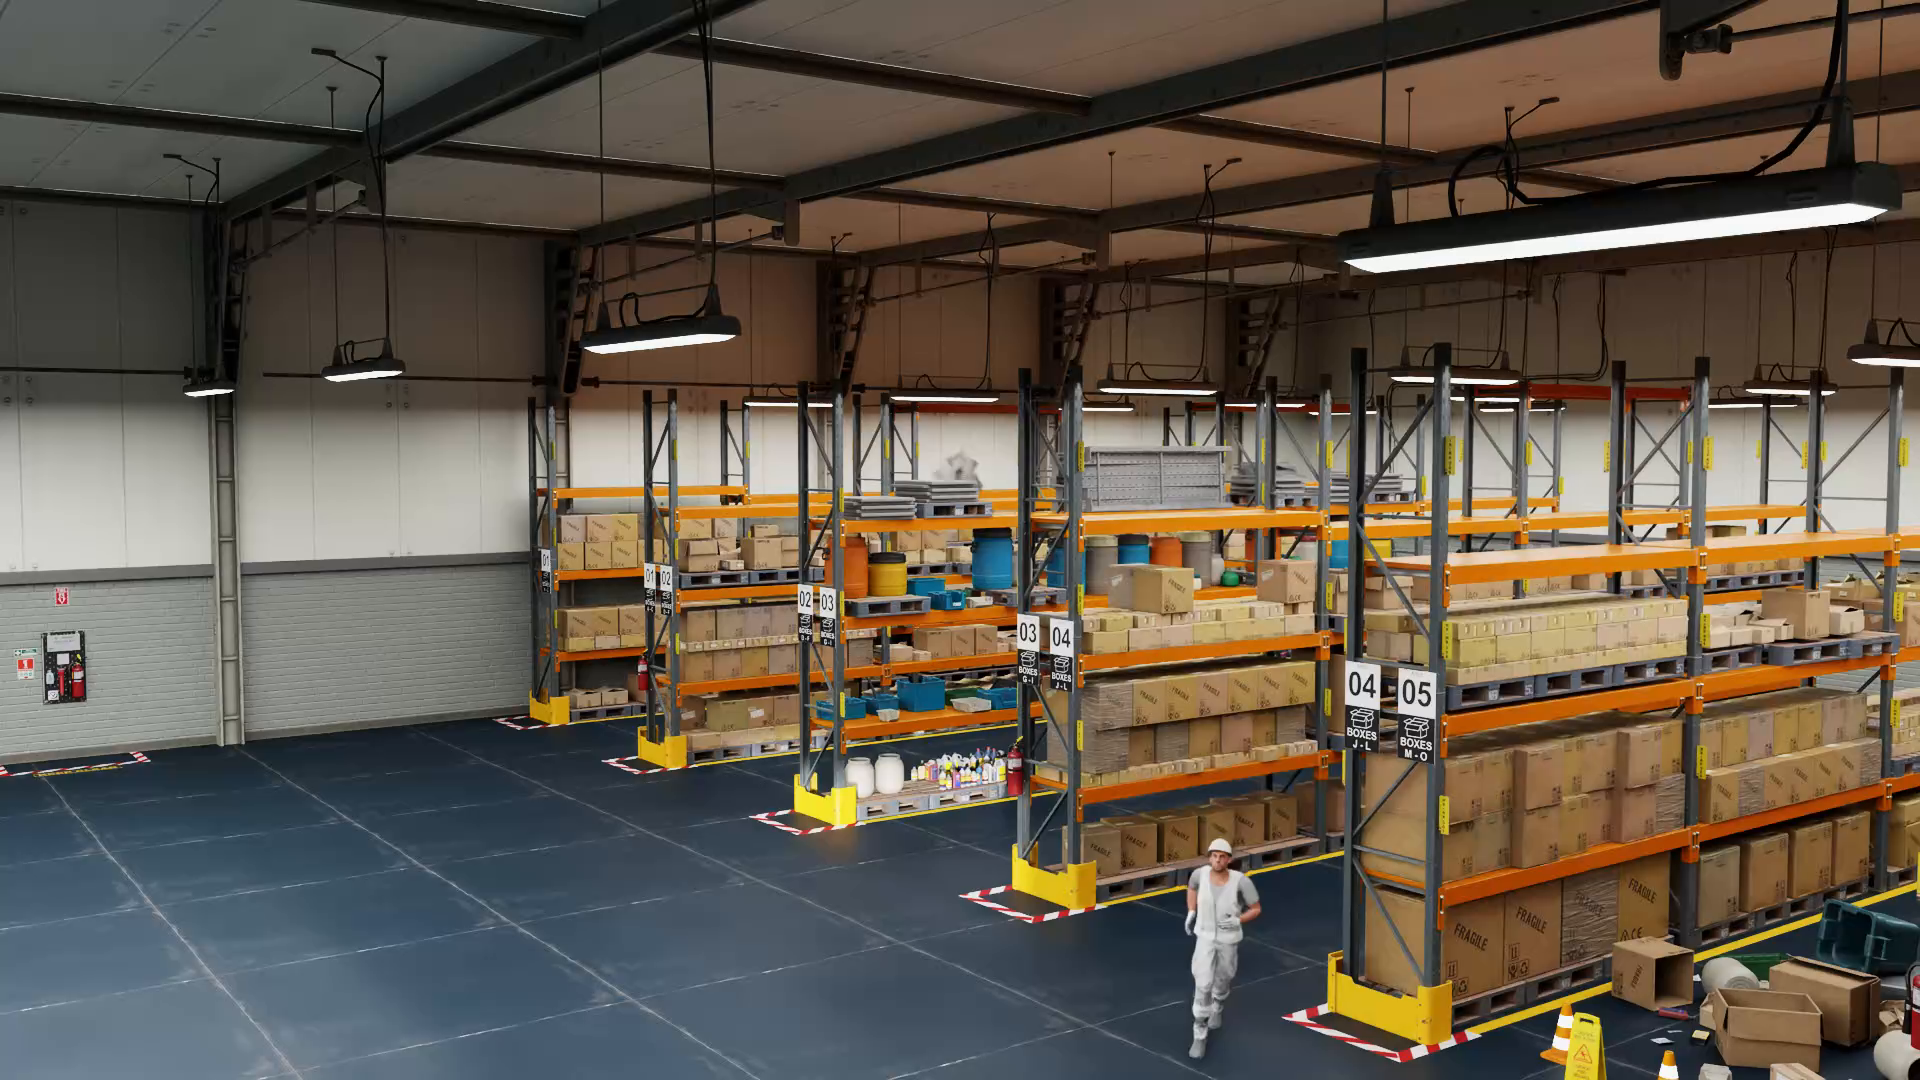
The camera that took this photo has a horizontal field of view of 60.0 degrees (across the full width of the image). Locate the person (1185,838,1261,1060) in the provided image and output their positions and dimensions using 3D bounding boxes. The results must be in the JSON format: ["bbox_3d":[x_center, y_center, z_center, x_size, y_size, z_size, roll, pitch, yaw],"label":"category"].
[{"bbox_3d":[2.247,3.429,14.212,0.649,1.826,0.848,1,3,14],"label":"person"}]
